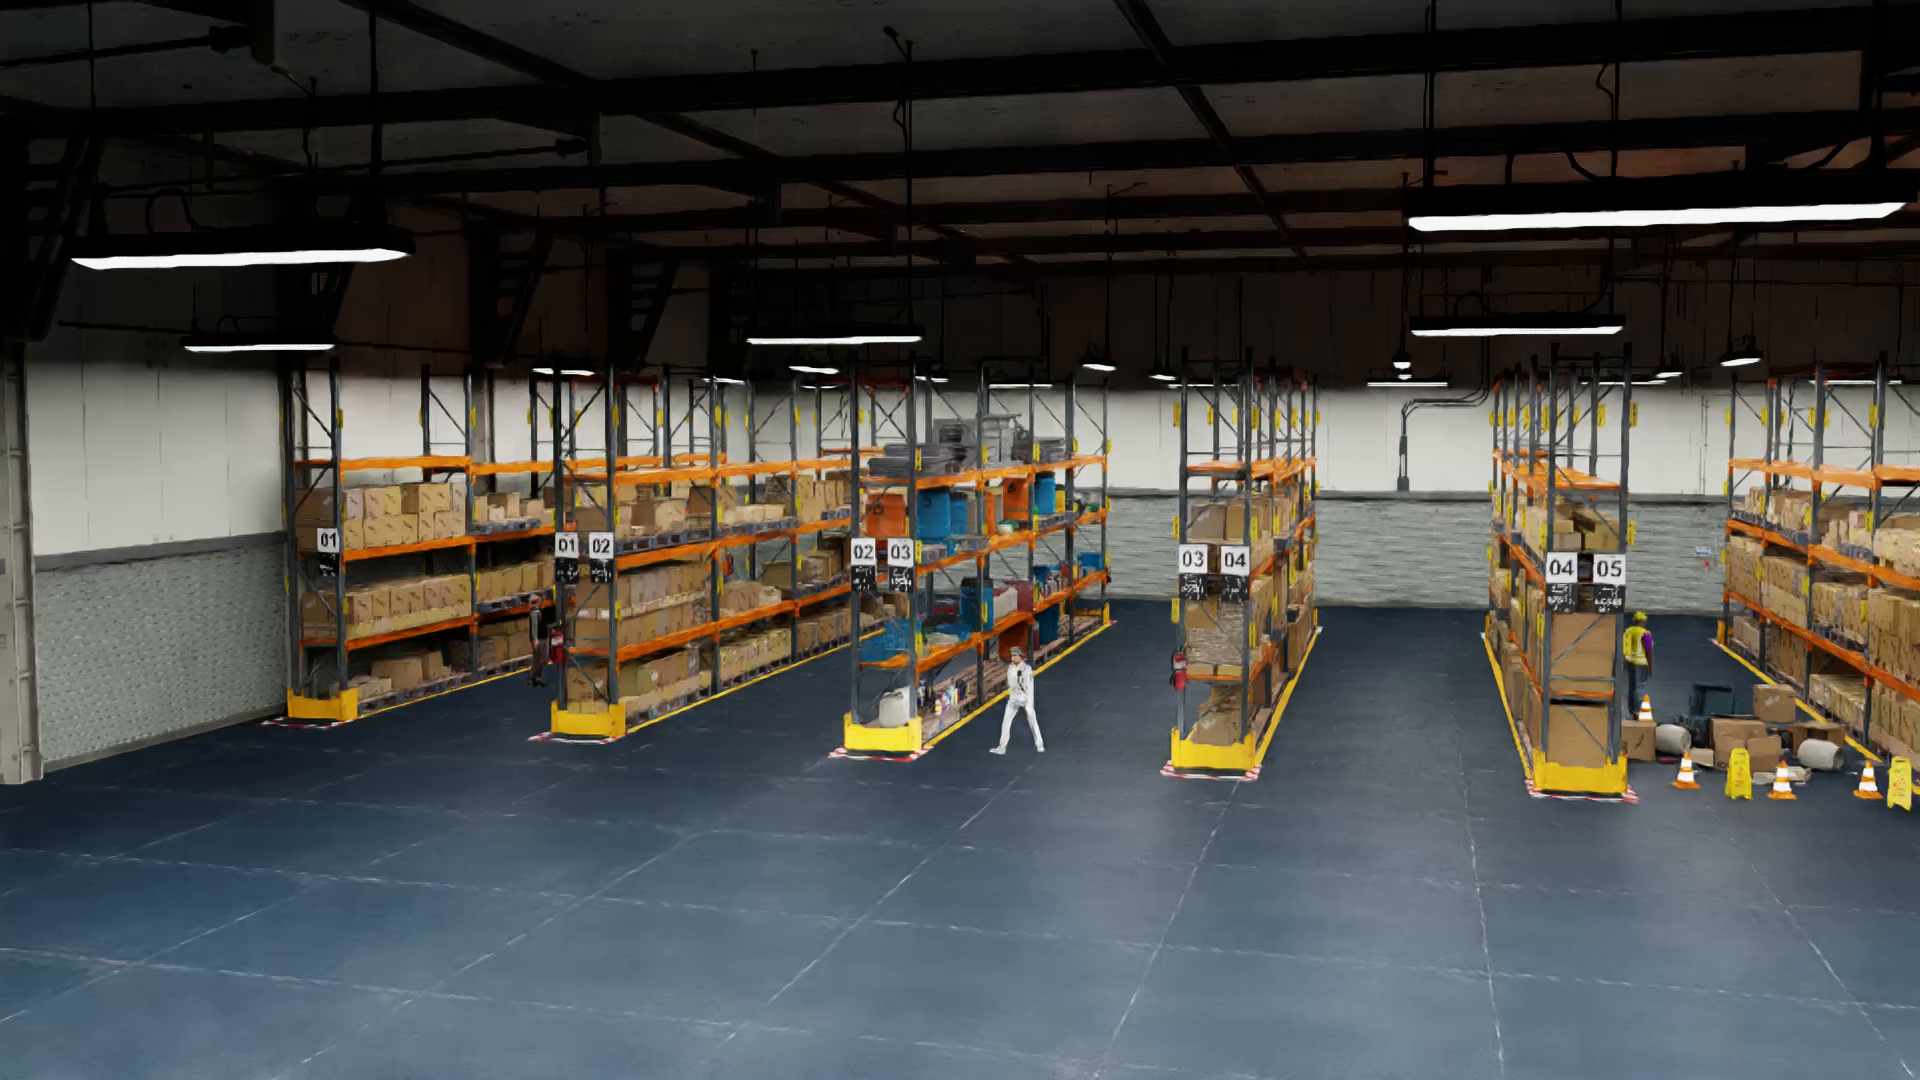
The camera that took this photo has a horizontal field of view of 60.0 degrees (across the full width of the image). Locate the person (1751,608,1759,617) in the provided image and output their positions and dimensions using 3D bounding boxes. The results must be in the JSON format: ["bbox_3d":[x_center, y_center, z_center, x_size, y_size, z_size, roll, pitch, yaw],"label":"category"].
[{"bbox_3d":[19.321,1.289,39.724,0.684,1.591,0.676,-2,5,-25],"label":"person"}]

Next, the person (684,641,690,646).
[{"bbox_3d":[-5.940,1.531,36.290,0.372,1.737,0.526,-1,4,-12],"label":"person"}]

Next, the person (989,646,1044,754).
[{"bbox_3d":[0.891,2.370,24.754,0.525,1.622,0.930,3,5,39],"label":"person"}]

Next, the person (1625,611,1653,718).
[{"bbox_3d":[11.376,2.064,27.774,0.447,1.771,0.632,-1,4,-15],"label":"person"}]

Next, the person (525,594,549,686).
[{"bbox_3d":[-7.882,1.868,30.980,0.445,1.718,0.575,-1,4,-12],"label":"person"}]
